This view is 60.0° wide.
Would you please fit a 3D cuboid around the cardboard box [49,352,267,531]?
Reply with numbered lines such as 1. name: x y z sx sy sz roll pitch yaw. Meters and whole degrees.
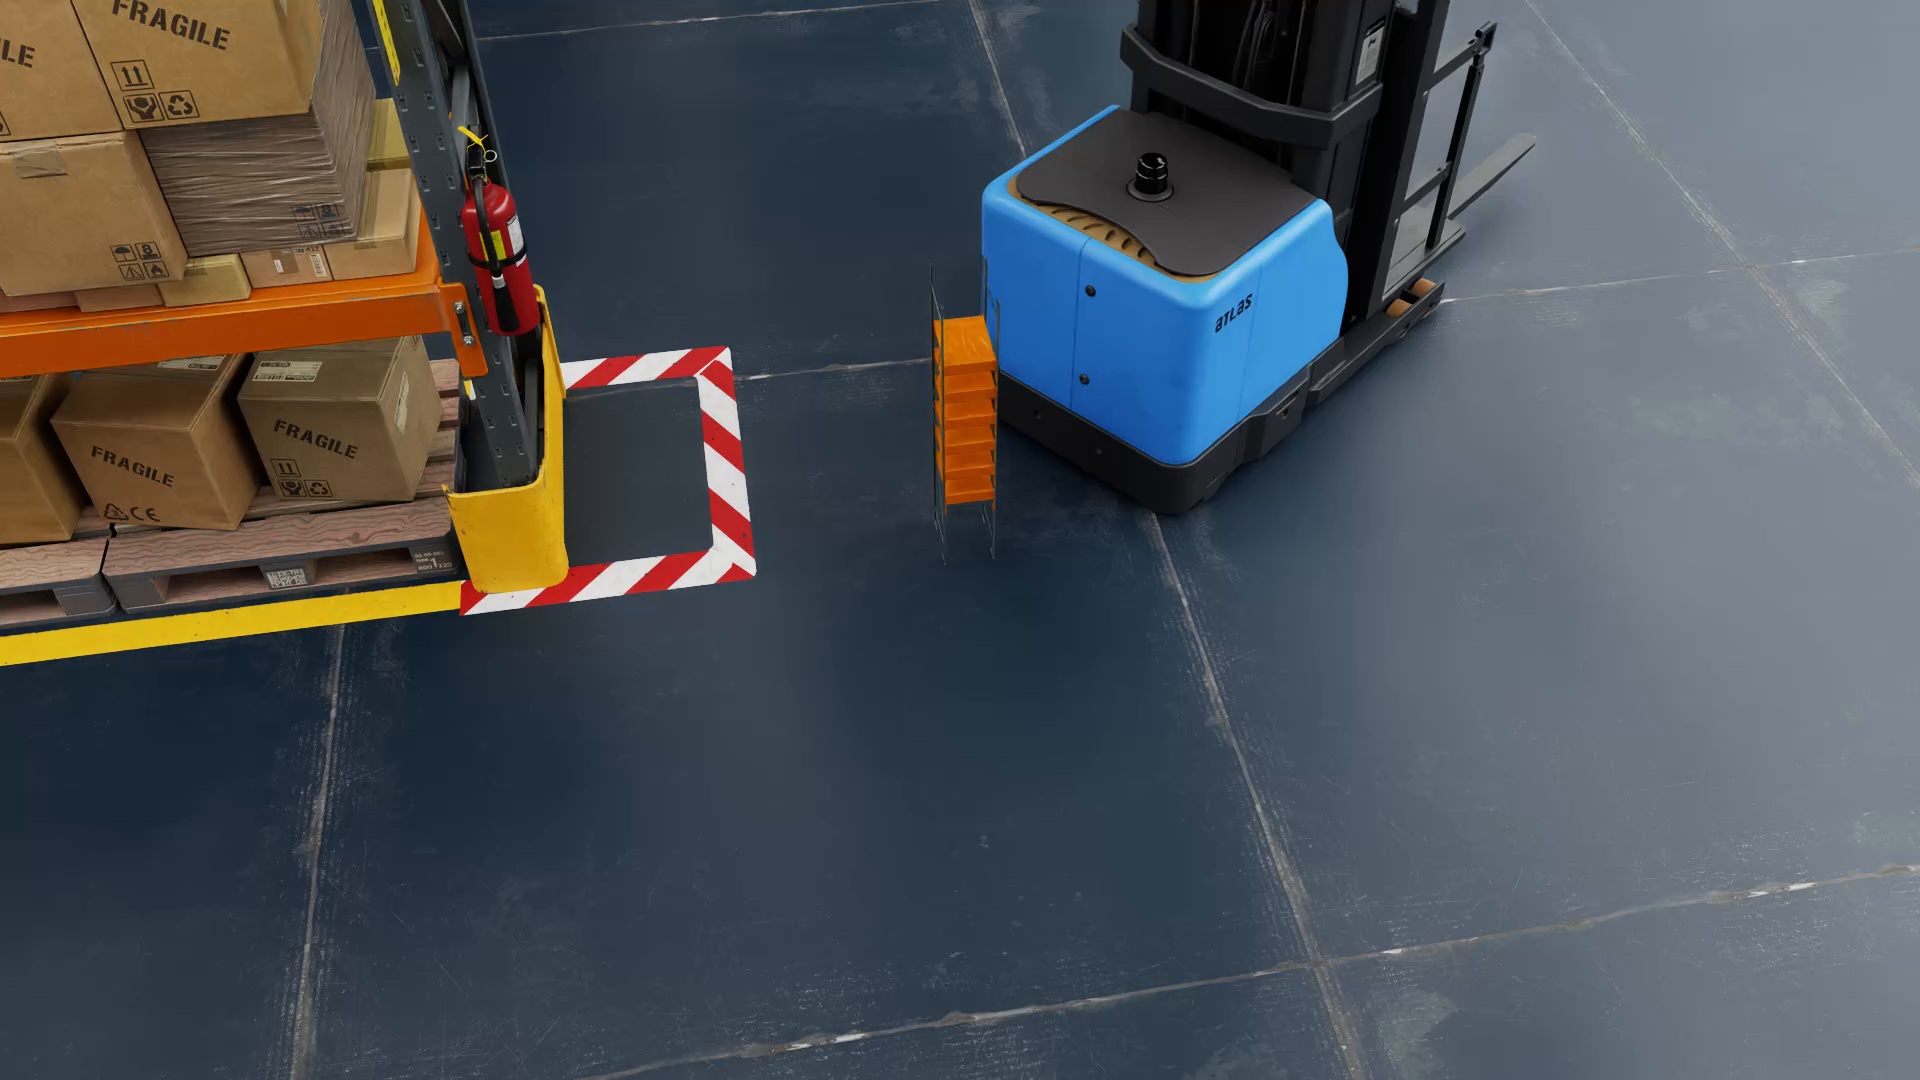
1. cardboard box: -2.832 -0.397 5.993 0.500 0.500 0.500 4 46 4

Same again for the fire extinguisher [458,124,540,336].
1. fire extinguisher: -1.439 -0.941 5.127 0.183 0.674 0.296 -7 46 -7

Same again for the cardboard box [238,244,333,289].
1. cardboard box: -2.123 -0.982 5.287 0.250 0.149 0.380 -7 46 -7

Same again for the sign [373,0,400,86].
1. sign: -1.556 -1.396 4.488 0.005 0.325 0.100 -7 46 -7

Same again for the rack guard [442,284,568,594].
1. rack guard: -1.706 -0.404 6.292 0.348 0.500 1.175 -7 46 -7

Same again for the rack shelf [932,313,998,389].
1. rack shelf: 0.014 -0.637 5.592 0.180 0.103 0.258 -7 46 -7

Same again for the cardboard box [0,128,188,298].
1. cardboard box: -2.650 -1.224 5.070 0.500 0.500 0.875 -7 46 -7

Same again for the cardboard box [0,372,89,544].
1. cardboard box: -3.452 -0.333 5.932 0.500 0.500 0.500 -3 46 -3

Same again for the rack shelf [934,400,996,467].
1. rack shelf: 0.014 -0.387 5.852 0.180 0.103 0.258 -7 46 -7

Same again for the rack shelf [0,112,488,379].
1. rack shelf: -3.601 -0.786 5.423 4.000 0.370 1.077 -7 46 -7

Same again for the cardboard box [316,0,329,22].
1. cardboard box: -2.219 -1.891 5.019 0.500 0.500 0.500 -7 46 -7

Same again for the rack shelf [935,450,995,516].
1. rack shelf: 0.014 -0.221 6.024 0.180 0.103 0.258 -7 46 -7

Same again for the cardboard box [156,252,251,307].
1. cardboard box: -2.360 -0.915 5.223 0.250 0.149 0.380 -7 46 -7

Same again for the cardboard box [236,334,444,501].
1. cardboard box: -2.249 -0.494 6.088 0.500 0.500 0.500 1 46 1

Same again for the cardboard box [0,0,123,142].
1. cardboard box: -2.622 -1.457 4.601 0.500 0.500 0.500 -7 46 -7

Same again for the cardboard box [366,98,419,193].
1. cardboard box: -1.952 -1.328 5.621 0.250 0.149 0.380 -7 46 -7

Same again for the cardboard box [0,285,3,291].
1. cardboard box: -3.150 -1.193 5.041 0.500 0.500 0.875 -7 46 -7

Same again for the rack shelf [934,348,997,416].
1. rack shelf: 0.014 -0.554 5.679 0.180 0.103 0.258 -7 46 -7

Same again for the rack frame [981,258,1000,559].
1. rack frame: 0.104 -0.429 5.830 0.006 1.200 0.240 -7 46 -7

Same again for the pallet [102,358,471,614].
1. pallet: -2.512 -0.229 6.324 1.213 0.211 1.003 -7 46 -7

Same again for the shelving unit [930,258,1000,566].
1. shelving unit: 0.014 -0.418 5.820 0.189 1.200 0.258 -7 46 -7

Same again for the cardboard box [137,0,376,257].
1. cardboard box: -2.177 -1.371 5.212 0.500 0.500 0.875 -7 46 -7

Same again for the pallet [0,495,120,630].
1. pallet: -3.712 -0.082 6.182 1.213 0.211 1.003 -7 46 -7

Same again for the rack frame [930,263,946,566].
1. rack frame: -0.076 -0.407 5.809 0.006 1.200 0.240 -7 46 -7

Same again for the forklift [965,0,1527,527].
1. forklift: 1.365 -2.045 6.185 1.130 2.935 3.031 33 54 28

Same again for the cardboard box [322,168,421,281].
1. cardboard box: -1.876 -1.012 5.317 0.250 0.149 0.380 -7 46 -7

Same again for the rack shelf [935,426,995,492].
1. rack shelf: 0.014 -0.304 5.938 0.180 0.103 0.258 -7 46 -7

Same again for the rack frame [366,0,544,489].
1. rack frame: -1.631 -1.281 5.401 0.127 3.000 1.000 -7 46 -7

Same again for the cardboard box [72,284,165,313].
1. cardboard box: -2.609 -0.895 5.204 0.250 0.149 0.380 -7 46 -7

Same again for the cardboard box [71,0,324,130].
1. cardboard box: -2.131 -1.523 4.664 0.500 0.500 0.500 -7 46 -7

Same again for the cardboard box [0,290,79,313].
1. cardboard box: -2.863 -0.894 5.202 0.250 0.149 0.380 -7 46 -7

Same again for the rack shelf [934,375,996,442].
1. rack shelf: 0.014 -0.471 5.765 0.180 0.103 0.258 -7 46 -7
